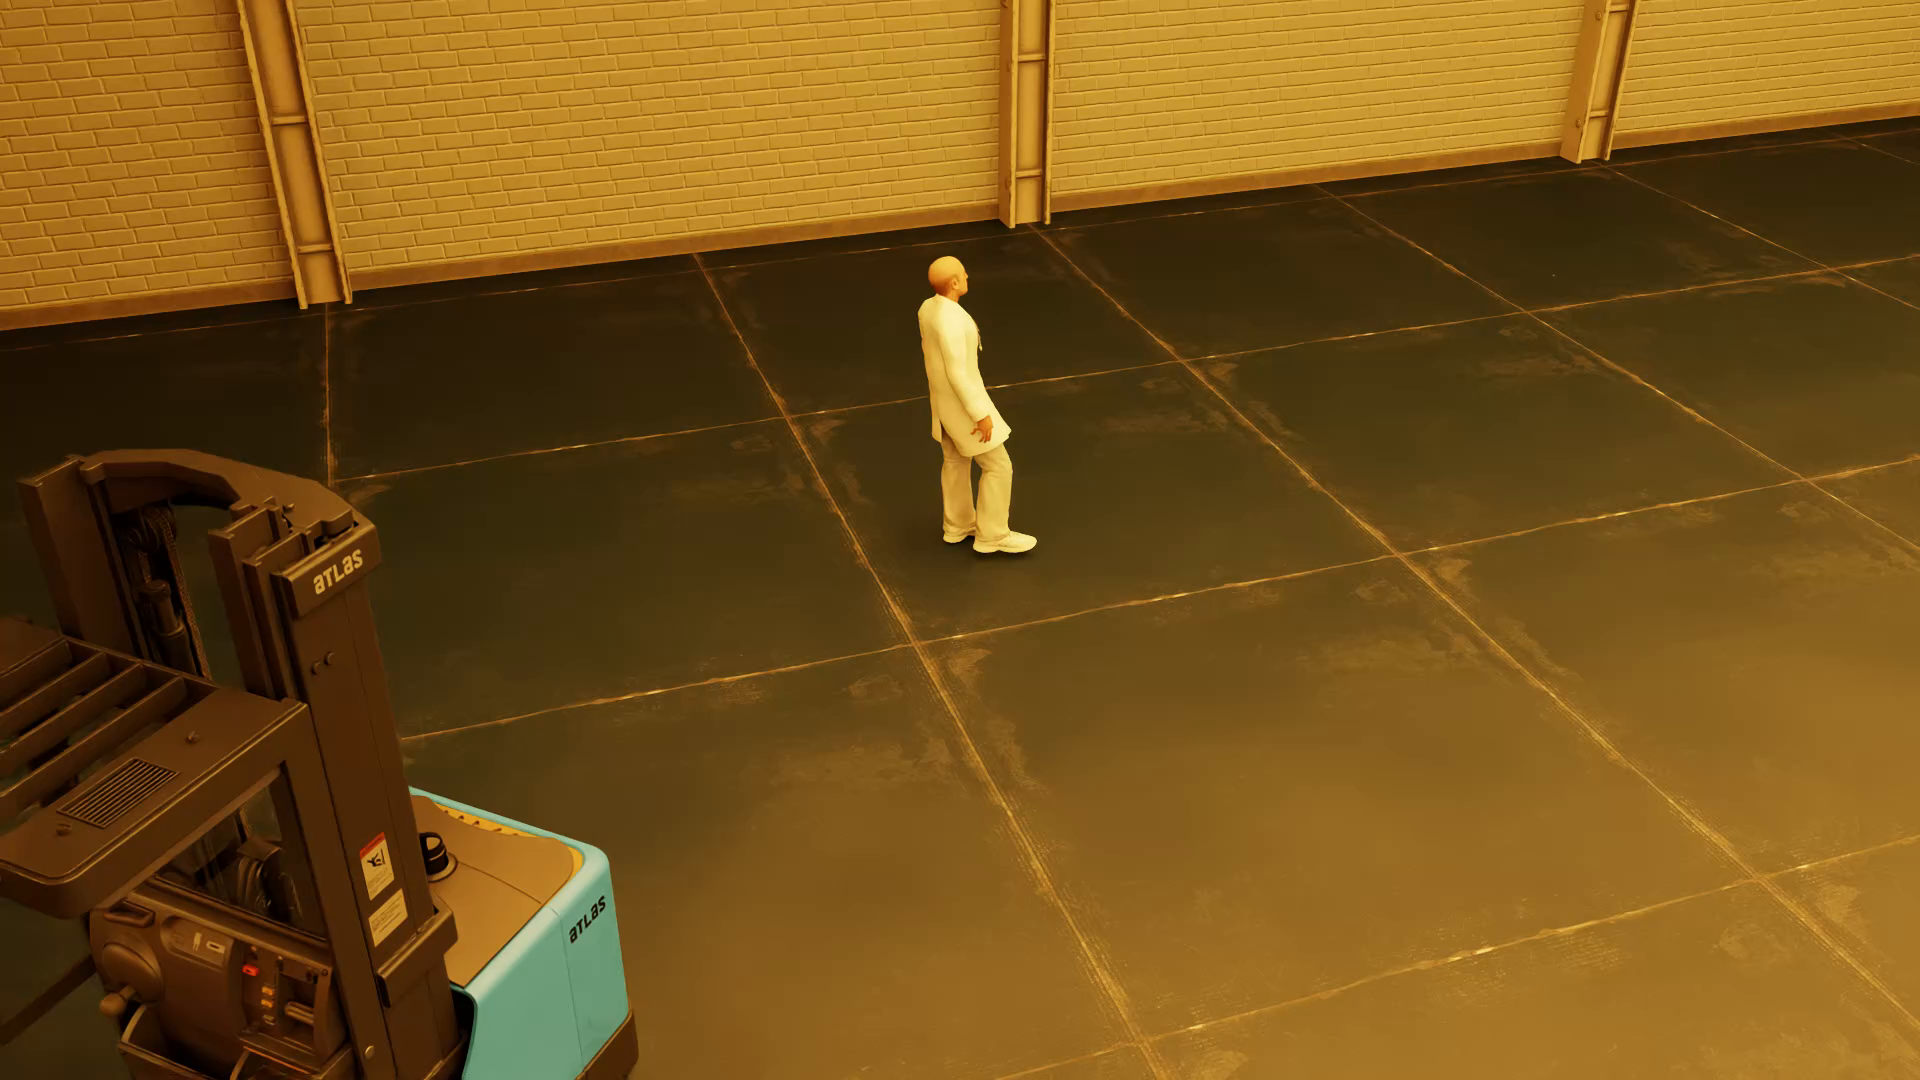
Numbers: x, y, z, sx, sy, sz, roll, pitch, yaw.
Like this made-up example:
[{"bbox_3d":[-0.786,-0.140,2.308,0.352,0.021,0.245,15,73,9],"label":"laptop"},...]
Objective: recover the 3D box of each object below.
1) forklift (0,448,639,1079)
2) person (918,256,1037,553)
[{"bbox_3d":[-2.305,1.341,4.756,1.130,2.935,3.031,13,32,21],"label":"forklift"},{"bbox_3d":[0.087,-0.789,9.600,0.582,1.775,0.696,-10,31,-16],"label":"person"}]
